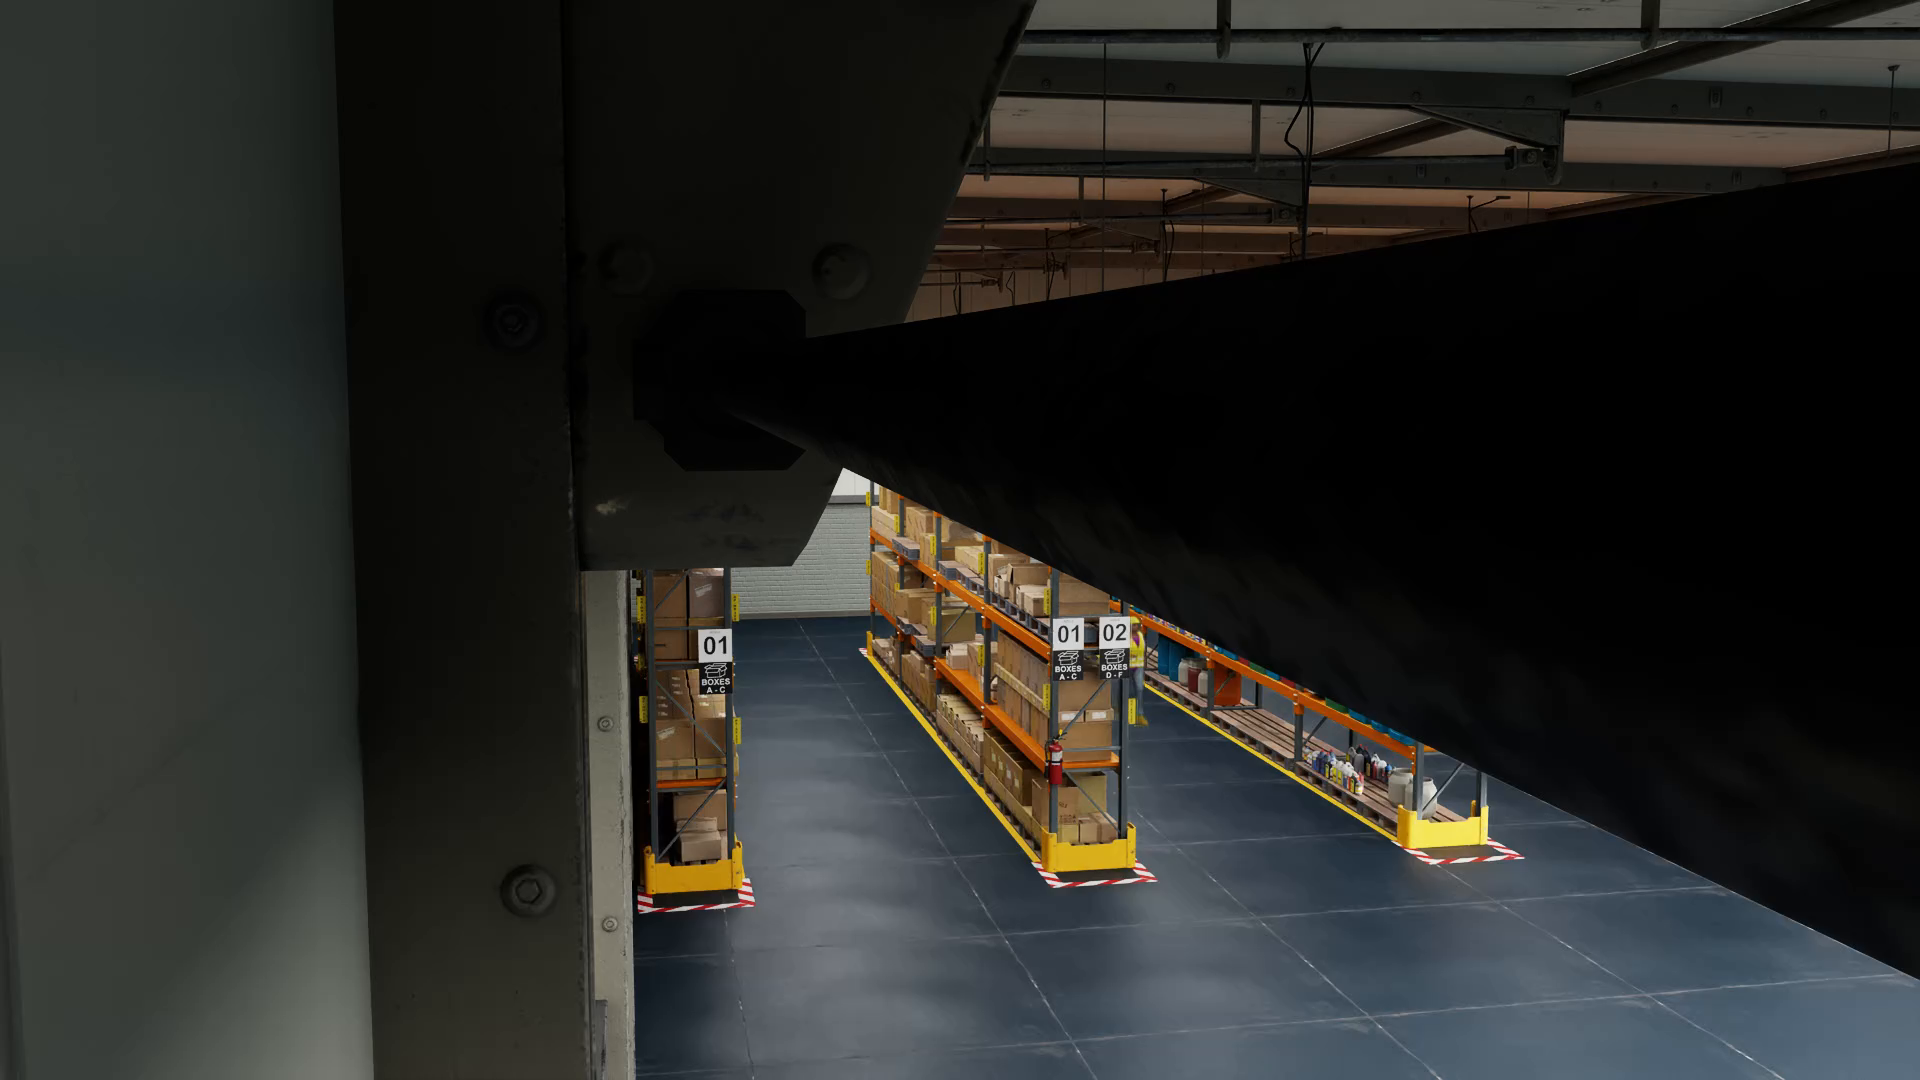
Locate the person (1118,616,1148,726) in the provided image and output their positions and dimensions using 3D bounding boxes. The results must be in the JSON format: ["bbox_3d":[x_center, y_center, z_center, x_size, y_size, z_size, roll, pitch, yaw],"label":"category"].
[{"bbox_3d":[2.921,2.213,28.447,0.676,1.843,0.759,-2,6,-20],"label":"person"}]
